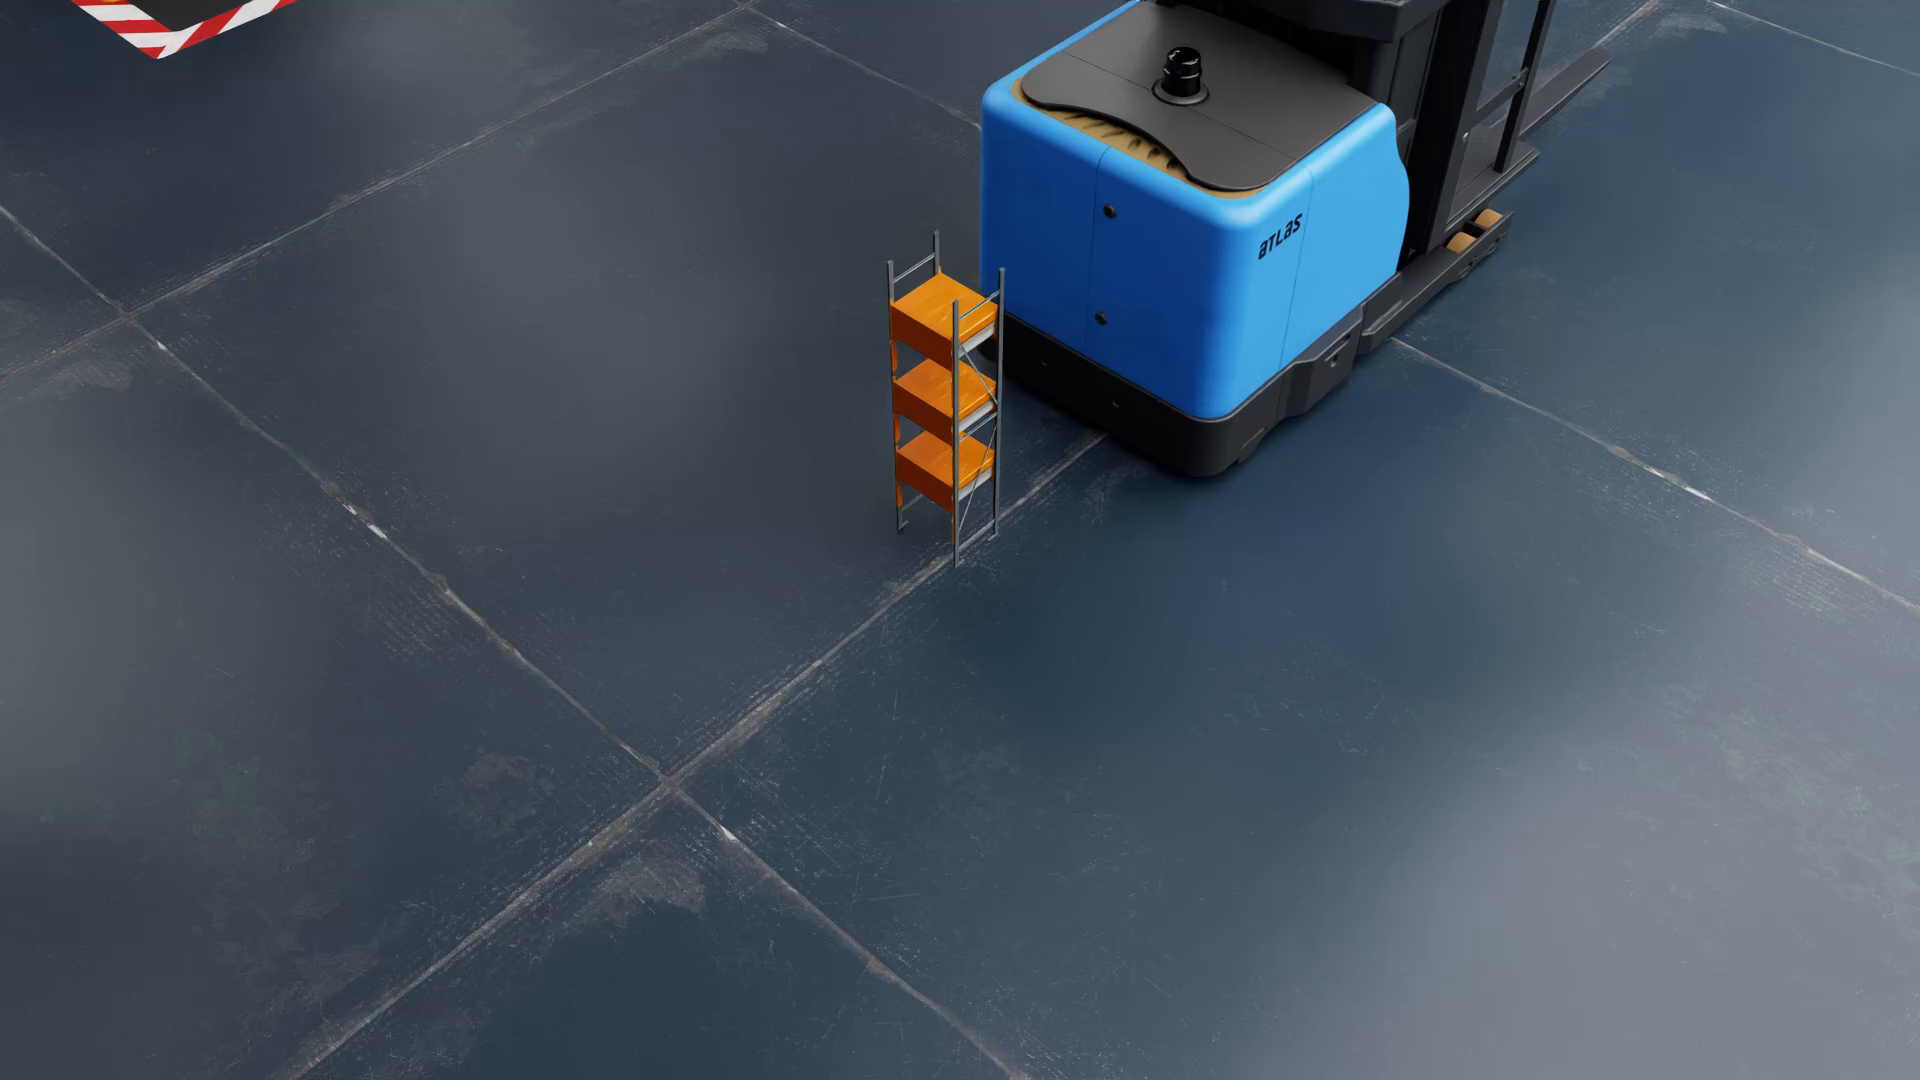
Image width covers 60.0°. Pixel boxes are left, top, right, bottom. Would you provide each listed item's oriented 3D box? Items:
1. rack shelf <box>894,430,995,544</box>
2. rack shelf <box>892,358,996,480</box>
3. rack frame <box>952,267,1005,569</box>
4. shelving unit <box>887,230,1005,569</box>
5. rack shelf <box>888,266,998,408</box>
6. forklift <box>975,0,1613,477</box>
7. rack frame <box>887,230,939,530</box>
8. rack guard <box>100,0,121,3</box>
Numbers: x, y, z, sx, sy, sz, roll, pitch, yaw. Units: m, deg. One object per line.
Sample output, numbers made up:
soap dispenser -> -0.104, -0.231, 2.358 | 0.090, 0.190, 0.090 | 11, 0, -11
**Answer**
rack shelf -> -0.039, -0.188, 5.102 | 0.240, 0.259, 0.215 | 34, 55, 28
rack shelf -> -0.039, -0.379, 4.900 | 0.240, 0.259, 0.215 | 34, 55, 28
rack frame -> 0.050, -0.326, 4.835 | 0.008, 1.050, 0.200 | 34, 55, 28
shelving unit -> -0.039, -0.386, 4.892 | 0.252, 1.050, 0.215 | 34, 55, 28
rack shelf -> -0.039, -0.573, 4.693 | 0.240, 0.259, 0.215 | 34, 55, 28
forklift -> 1.414, -2.197, 5.303 | 1.130, 2.935, 3.031 | 34, 55, 27
rack frame -> -0.129, -0.446, 4.949 | 0.008, 1.050, 0.200 | 34, 55, 28
rack guard -> -3.584, -2.985, 7.710 | 0.348, 0.500, 1.175 | 34, 55, 28
